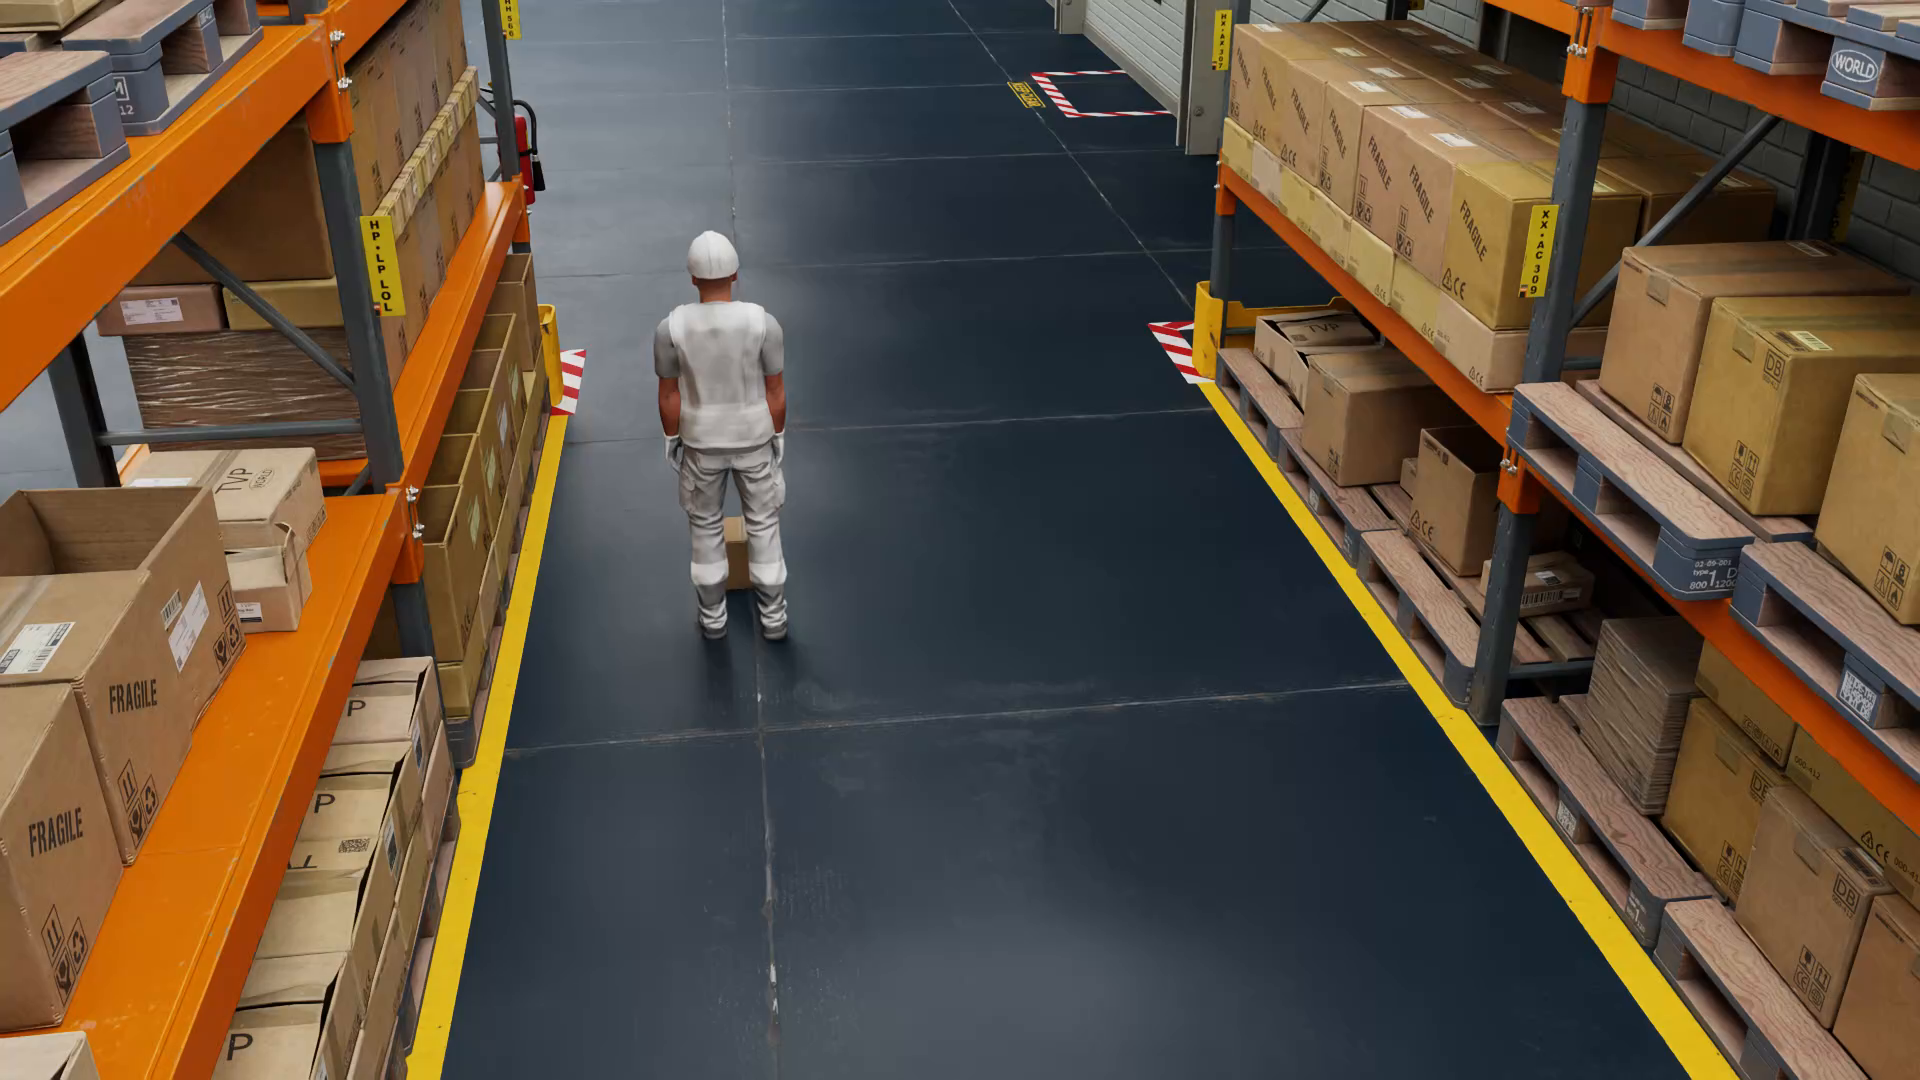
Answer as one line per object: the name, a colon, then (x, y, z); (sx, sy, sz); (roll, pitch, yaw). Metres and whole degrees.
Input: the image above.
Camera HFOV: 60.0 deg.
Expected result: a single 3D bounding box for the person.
person: (-0.974, -0.410, 6.918); (0.524, 1.799, 0.350); (-3, 27, -6)
